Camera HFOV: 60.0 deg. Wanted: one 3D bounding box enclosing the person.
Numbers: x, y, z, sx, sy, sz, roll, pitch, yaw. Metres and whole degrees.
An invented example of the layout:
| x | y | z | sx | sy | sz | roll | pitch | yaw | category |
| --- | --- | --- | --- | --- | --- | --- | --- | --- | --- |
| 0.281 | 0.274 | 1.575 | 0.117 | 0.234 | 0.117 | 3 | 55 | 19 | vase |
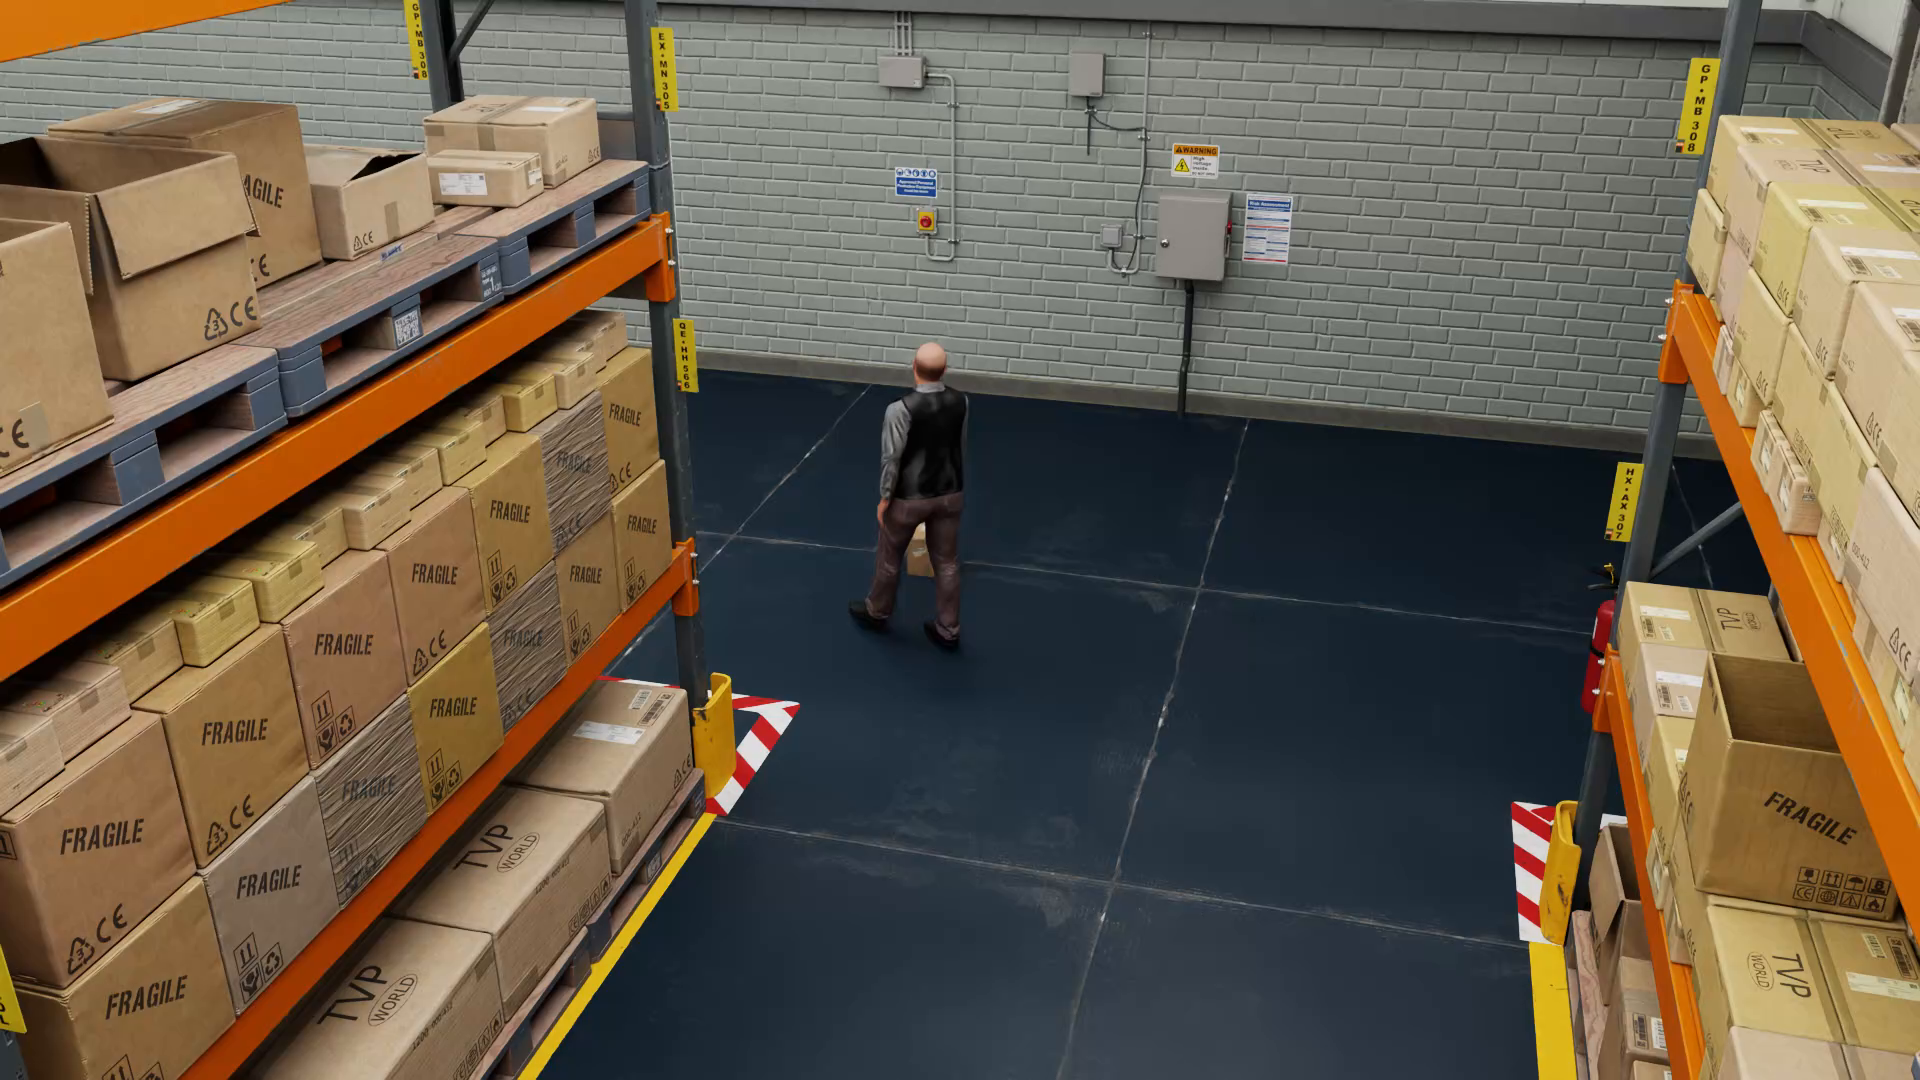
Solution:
| x | y | z | sx | sy | sz | roll | pitch | yaw | category |
| --- | --- | --- | --- | --- | --- | --- | --- | --- | --- |
| -0.244 | -0.275 | 9.189 | 0.584 | 1.706 | 0.715 | -13 | 28 | -26 | person |
